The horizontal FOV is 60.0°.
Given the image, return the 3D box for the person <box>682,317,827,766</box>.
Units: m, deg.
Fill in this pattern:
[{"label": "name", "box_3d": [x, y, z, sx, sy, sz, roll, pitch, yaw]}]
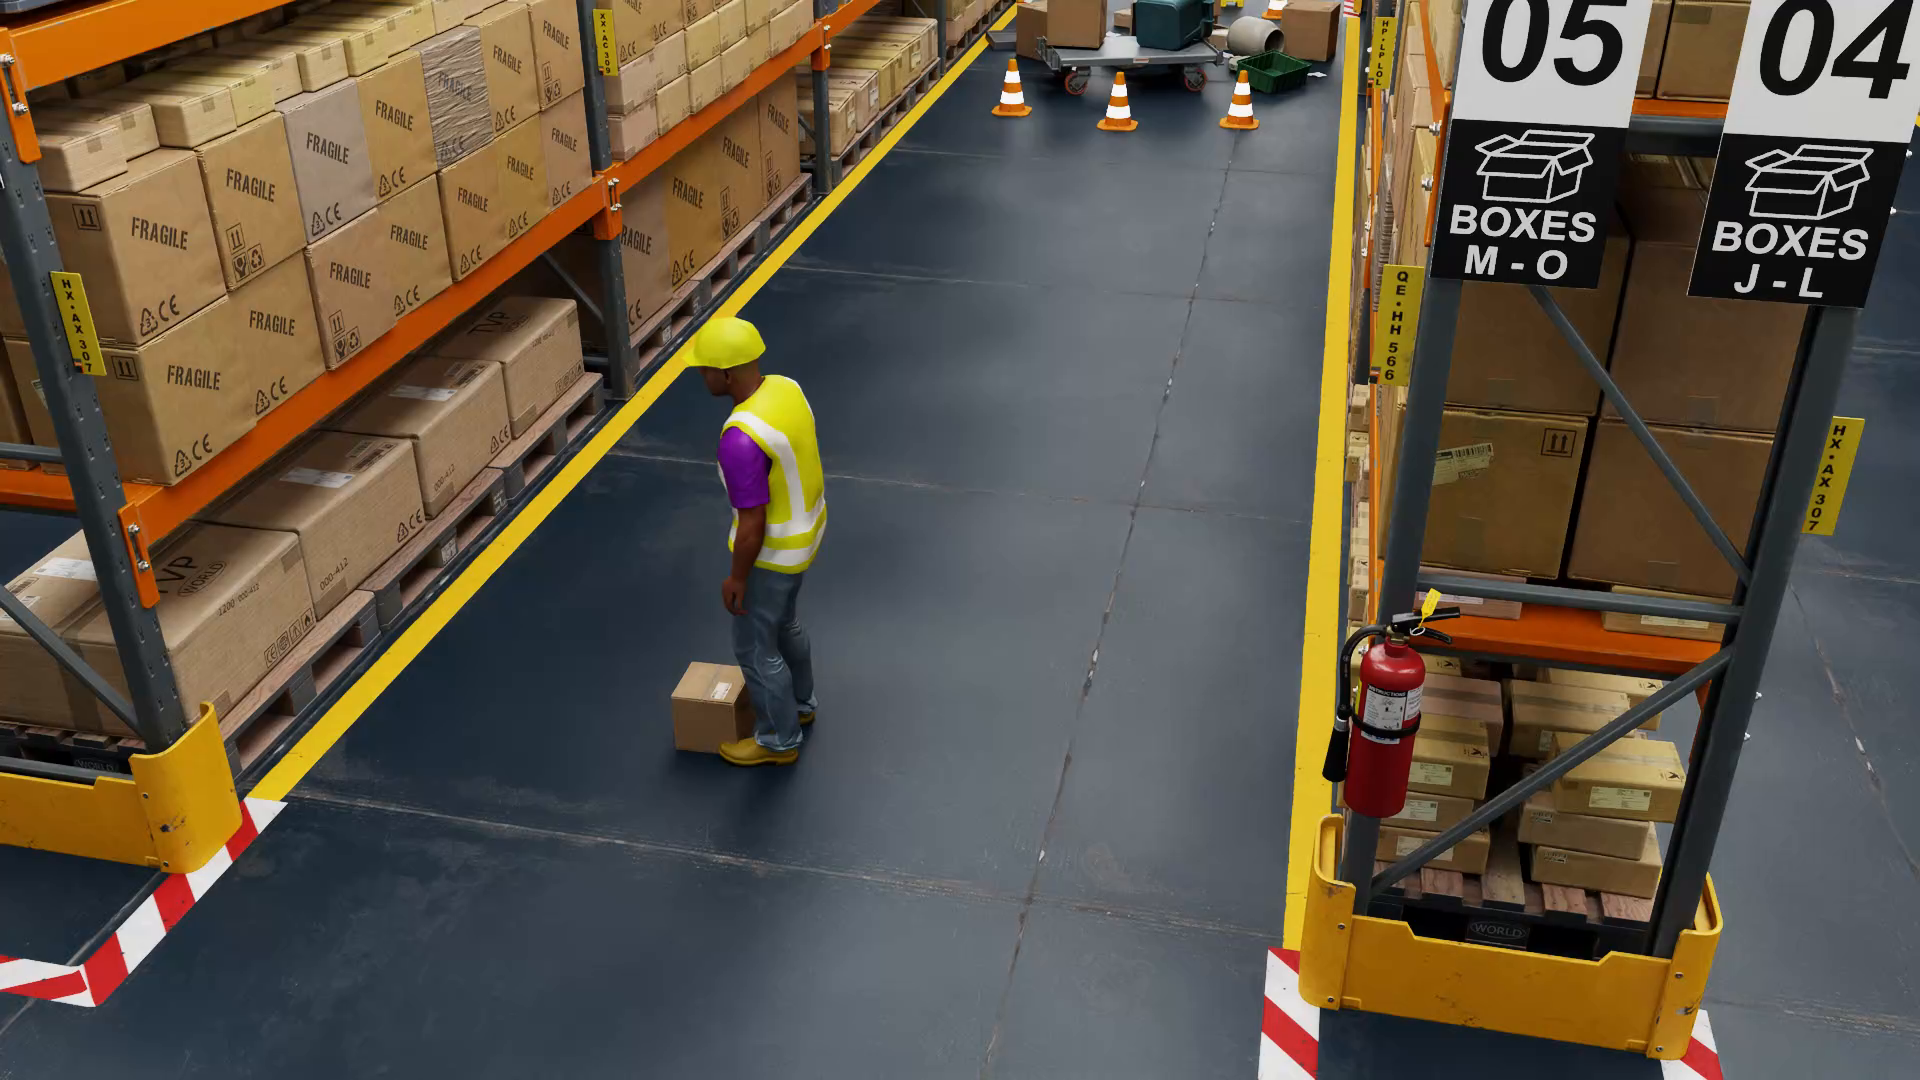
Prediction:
[{"label": "person", "box_3d": [-0.726, 0.010, 6.088, 0.461, 1.760, 0.625, 6, 29, 10]}]
